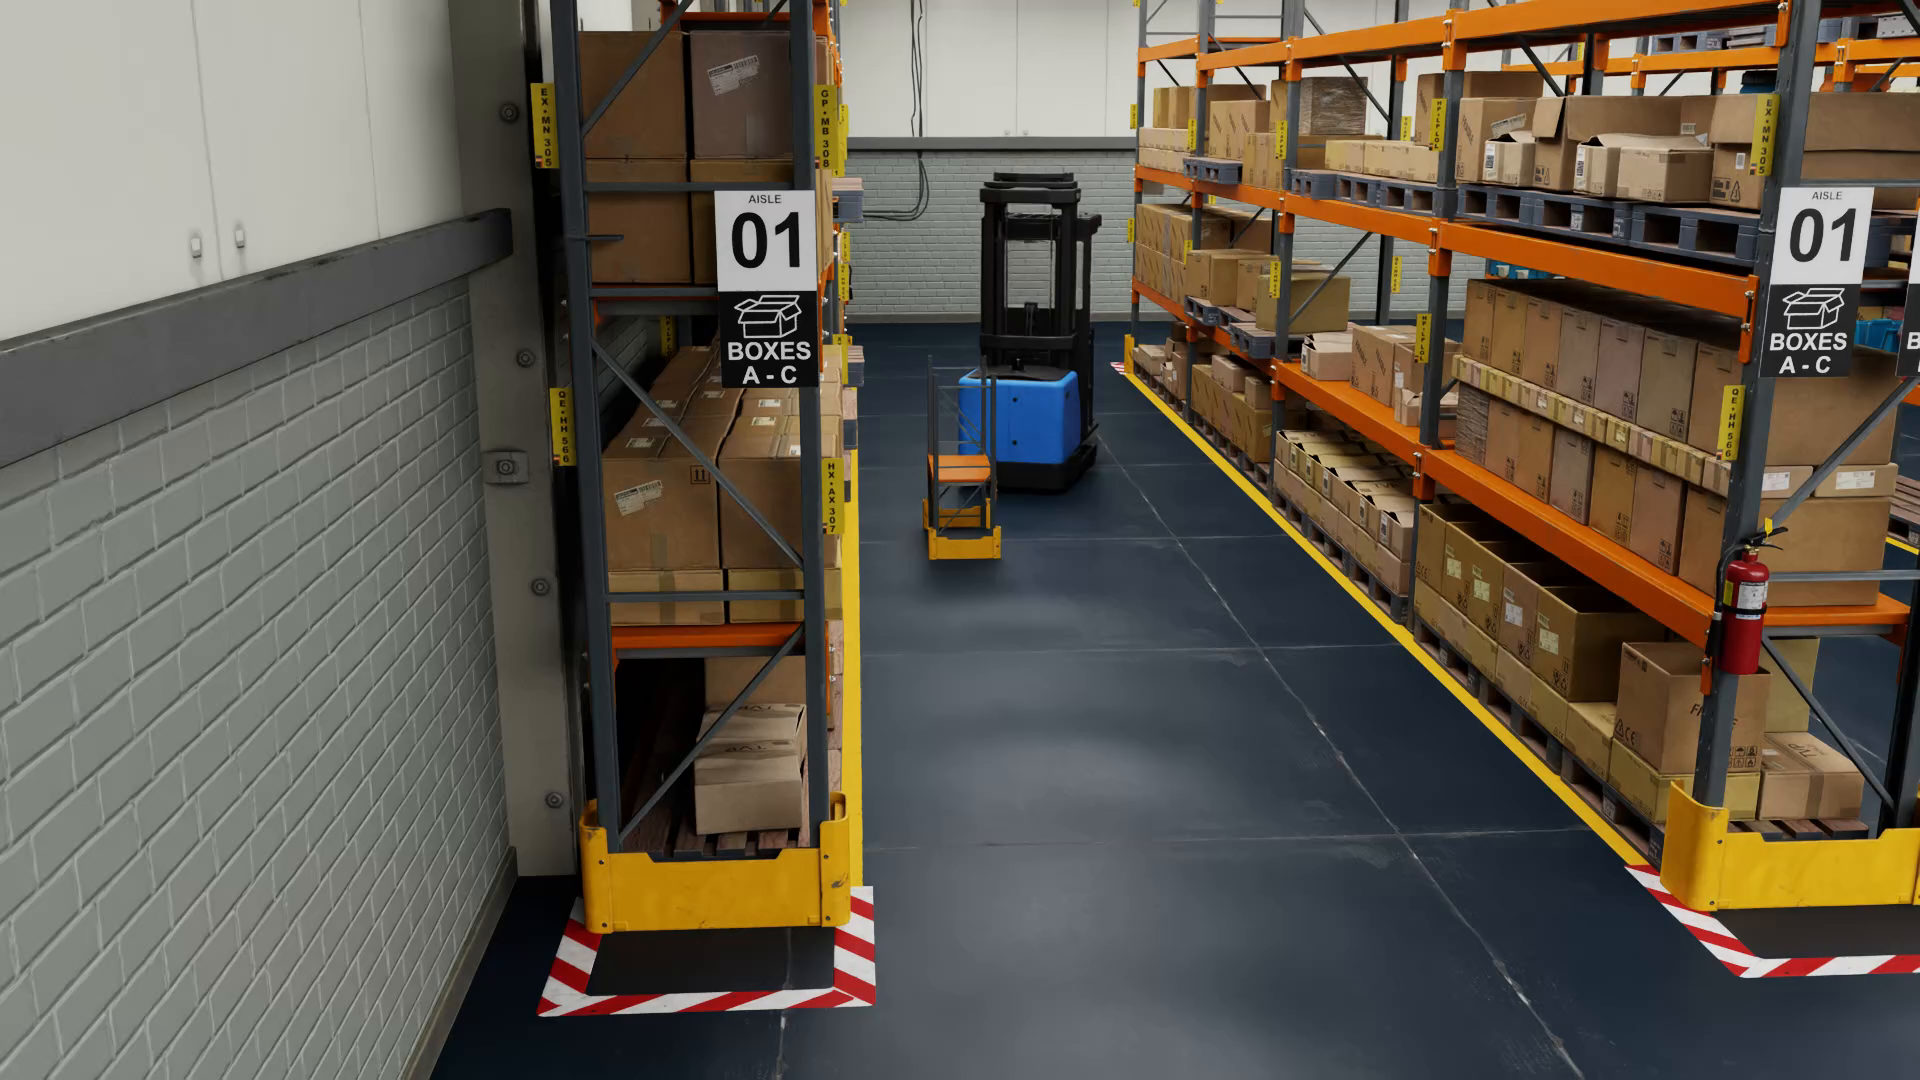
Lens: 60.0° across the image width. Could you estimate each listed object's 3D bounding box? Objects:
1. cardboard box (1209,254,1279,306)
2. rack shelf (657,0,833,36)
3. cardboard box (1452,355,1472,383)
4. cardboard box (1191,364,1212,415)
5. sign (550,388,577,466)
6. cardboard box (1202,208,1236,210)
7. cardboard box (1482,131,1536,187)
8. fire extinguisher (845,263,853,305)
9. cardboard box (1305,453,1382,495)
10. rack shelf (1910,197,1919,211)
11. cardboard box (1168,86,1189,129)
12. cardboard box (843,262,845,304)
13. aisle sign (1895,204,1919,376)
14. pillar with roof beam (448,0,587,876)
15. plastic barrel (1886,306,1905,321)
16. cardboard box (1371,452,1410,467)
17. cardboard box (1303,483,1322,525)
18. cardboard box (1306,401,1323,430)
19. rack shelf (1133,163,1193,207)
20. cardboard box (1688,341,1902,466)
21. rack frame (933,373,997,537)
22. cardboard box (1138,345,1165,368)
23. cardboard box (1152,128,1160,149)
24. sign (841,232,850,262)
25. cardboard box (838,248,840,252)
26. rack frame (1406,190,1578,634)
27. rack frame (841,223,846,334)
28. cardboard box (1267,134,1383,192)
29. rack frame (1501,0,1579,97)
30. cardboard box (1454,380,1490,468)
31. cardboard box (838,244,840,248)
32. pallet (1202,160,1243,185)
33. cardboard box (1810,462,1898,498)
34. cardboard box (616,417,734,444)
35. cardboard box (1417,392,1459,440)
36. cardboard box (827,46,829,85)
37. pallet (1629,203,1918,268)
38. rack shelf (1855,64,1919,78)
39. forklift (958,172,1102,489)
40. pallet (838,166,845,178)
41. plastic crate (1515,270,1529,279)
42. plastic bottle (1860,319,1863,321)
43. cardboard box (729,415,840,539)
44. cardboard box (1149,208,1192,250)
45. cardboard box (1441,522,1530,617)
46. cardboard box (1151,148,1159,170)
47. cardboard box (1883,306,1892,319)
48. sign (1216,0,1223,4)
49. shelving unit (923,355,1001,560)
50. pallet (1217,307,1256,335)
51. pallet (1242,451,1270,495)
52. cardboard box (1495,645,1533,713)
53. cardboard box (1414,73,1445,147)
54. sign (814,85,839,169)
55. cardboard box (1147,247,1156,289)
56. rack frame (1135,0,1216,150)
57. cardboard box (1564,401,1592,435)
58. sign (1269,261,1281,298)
[{"bbox_3d":[3.035,-2.778,17.760,0.700,0.500,0.500,1,14,5],"label":"cardboard box"},{"bbox_3d":[-1.201,-2.808,8.332,1.077,0.370,4.000,-1,14,-3],"label":"rack shelf"},{"bbox_3d":[3.442,-1.121,10.859,0.380,0.149,0.250,-1,14,-4],"label":"cardboard box"},{"bbox_3d":[2.910,-1.696,18.731,0.500,0.500,0.500,-2,15,-6],"label":"cardboard box"},{"bbox_3d":[-1.632,-0.466,6.859,0.100,0.325,0.005,-1,14,-3],"label":"sign"},{"bbox_3d":[3.246,-3.984,21.283,0.500,0.500,0.500,0,14,-2],"label":"cardboard box"},{"bbox_3d":[3.420,-2.245,9.767,0.500,0.311,0.500,-2,15,-7],"label":"cardboard box"},{"bbox_3d":[-1.617,-3.561,22.752,0.296,0.674,0.183,-1,14,-3],"label":"fire extinguisher"},{"bbox_3d":[3.181,-0.574,13.786,0.500,0.311,0.500,-1,14,-5],"label":"cardboard box"},{"bbox_3d":[8.439,-2.505,13.167,1.077,0.370,4.000,-1,14,-3],"label":"rack shelf"},{"bbox_3d":[2.946,-5.296,20.362,0.700,0.500,0.500,-1,14,-3],"label":"cardboard box"},{"bbox_3d":[-1.878,-3.202,19.850,0.980,0.700,0.700,-1,14,-5],"label":"cardboard box"},{"bbox_3d":[4.177,-1.080,6.988,0.394,0.787,0.004,-1,14,-3],"label":"aisle sign"},{"bbox_3d":[2.313,-2.888,7.192,9.100,9.000,0.400,-1,14,-3],"label":"pillar with roof beam"},{"bbox_3d":[8.646,-1.853,14.937,0.600,0.536,0.708,-1,14,-3],"label":"plastic barrel"},{"bbox_3d":[3.717,-0.585,13.829,0.500,0.311,0.500,-1,14,-4],"label":"cardboard box"},{"bbox_3d":[3.181,-0.305,13.869,0.500,0.250,0.500,-1,14,-5],"label":"cardboard box"},{"bbox_3d":[3.590,-1.073,16.310,0.500,0.500,0.500,-1,14,-5],"label":"cardboard box"},{"bbox_3d":[2.999,-4.419,20.606,1.077,0.370,4.000,-1,14,-3],"label":"rack shelf"},{"bbox_3d":[3.847,-0.639,7.687,0.700,0.500,0.500,-1,14,-3],"label":"cardboard box"},{"bbox_3d":[0.037,-0.579,13.266,0.500,1.500,0.032,-1,14,-3],"label":"rack frame"},{"bbox_3d":[2.657,-2.430,22.085,0.500,0.250,0.500,-1,14,-3],"label":"cardboard box"},{"bbox_3d":[2.709,-5.054,20.927,0.500,0.250,0.500,-1,14,-3],"label":"cardboard box"},{"bbox_3d":[-1.280,-3.273,18.563,0.100,0.325,0.005,-1,14,-3],"label":"sign"},{"bbox_3d":[-1.413,-2.685,16.101,0.500,0.250,0.500,-1,14,-3],"label":"cardboard box"},{"bbox_3d":[3.619,-0.828,11.224,1.000,3.000,0.127,-1,14,-3],"label":"rack frame"},{"bbox_3d":[-2.068,-3.735,22.522,1.000,3.000,0.127,-1,14,-3],"label":"rack frame"},{"bbox_3d":[3.310,-3.432,15.124,0.910,0.500,0.500,-1,14,-3],"label":"cardboard box"},{"bbox_3d":[7.820,-6.793,22.369,1.000,3.000,0.127,-1,14,-3],"label":"rack frame"},{"bbox_3d":[3.653,-0.766,10.783,0.700,0.500,0.500,-1,14,-5],"label":"cardboard box"},{"bbox_3d":[-1.450,-2.812,16.594,0.500,0.250,0.500,-1,14,-5],"label":"cardboard box"},{"bbox_3d":[3.161,-3.758,16.969,1.213,0.211,1.003,-1,14,-3],"label":"pallet"},{"bbox_3d":[4.057,-0.296,7.656,0.380,0.149,0.250,-1,14,-4],"label":"cardboard box"},{"bbox_3d":[-1.340,-0.295,7.909,0.500,0.500,0.500,-1,14,-3],"label":"cardboard box"},{"bbox_3d":[3.545,-0.877,11.716,0.500,0.250,0.500,0,14,0],"label":"cardboard box"},{"bbox_3d":[-0.882,-2.103,7.913,0.500,0.500,0.500,0,14,-2],"label":"cardboard box"},{"bbox_3d":[3.849,-1.419,7.680,1.003,0.211,1.213,-1,14,-3],"label":"pallet"},{"bbox_3d":[12.887,-5.830,20.873,1.077,0.370,4.000,-1,14,-3],"label":"rack shelf"},{"bbox_3d":[0.805,-2.217,16.762,1.130,2.935,3.031,3,15,13],"label":"forklift"},{"bbox_3d":[-1.666,-3.266,15.058,1.213,0.211,1.003,0,14,-1],"label":"pallet"},{"bbox_3d":[7.486,-3.473,21.913,0.250,0.136,0.298,-1,14,-3],"label":"plastic crate"},{"bbox_3d":[8.631,-1.978,15.951,0.097,0.271,0.097,0,14,0],"label":"plastic bottle"},{"bbox_3d":[-0.827,-0.302,7.937,0.500,0.500,0.500,-1,14,-3],"label":"cardboard box"},{"bbox_3d":[2.706,-3.976,21.253,0.500,0.500,0.500,-1,14,-3],"label":"cardboard box"},{"bbox_3d":[3.374,0.182,10.471,0.500,0.500,0.500,-1,14,-3],"label":"cardboard box"},{"bbox_3d":[2.704,-4.812,20.989,0.500,0.250,0.500,-1,14,-3],"label":"cardboard box"},{"bbox_3d":[12.939,-2.754,22.133,0.875,0.875,0.875,-1,14,-3],"label":"cardboard box"},{"bbox_3d":[3.431,-7.250,21.953,0.100,0.325,0.005,-1,14,-3],"label":"sign"},{"bbox_3d":[0.005,-0.707,13.766,0.587,1.500,1.083,-1,14,-3],"label":"shelving unit"},{"bbox_3d":[3.246,-2.213,16.994,1.003,0.211,1.213,-1,14,-3],"label":"pallet"},{"bbox_3d":[3.363,-0.658,16.162,1.003,0.211,1.213,-1,14,-3],"label":"pallet"},{"bbox_3d":[3.434,0.794,9.598,0.500,0.250,0.500,-1,14,-3],"label":"cardboard box"},{"bbox_3d":[3.562,-3.070,11.871,0.500,0.500,0.500,1,14,2],"label":"cardboard box"},{"bbox_3d":[-0.536,-1.640,6.607,0.100,0.325,0.005,-1,14,-3],"label":"sign"},{"bbox_3d":[2.705,-3.493,21.382,0.500,0.500,0.500,-1,14,-4],"label":"cardboard box"},{"bbox_3d":[2.875,-6.718,22.075,1.000,3.000,0.127,-1,14,-3],"label":"rack frame"},{"bbox_3d":[3.555,-0.673,9.121,0.380,0.149,0.250,-1,14,-4],"label":"cardboard box"},{"bbox_3d":[2.830,-2.334,14.914,0.100,0.325,0.005,-1,14,-3],"label":"sign"}]
